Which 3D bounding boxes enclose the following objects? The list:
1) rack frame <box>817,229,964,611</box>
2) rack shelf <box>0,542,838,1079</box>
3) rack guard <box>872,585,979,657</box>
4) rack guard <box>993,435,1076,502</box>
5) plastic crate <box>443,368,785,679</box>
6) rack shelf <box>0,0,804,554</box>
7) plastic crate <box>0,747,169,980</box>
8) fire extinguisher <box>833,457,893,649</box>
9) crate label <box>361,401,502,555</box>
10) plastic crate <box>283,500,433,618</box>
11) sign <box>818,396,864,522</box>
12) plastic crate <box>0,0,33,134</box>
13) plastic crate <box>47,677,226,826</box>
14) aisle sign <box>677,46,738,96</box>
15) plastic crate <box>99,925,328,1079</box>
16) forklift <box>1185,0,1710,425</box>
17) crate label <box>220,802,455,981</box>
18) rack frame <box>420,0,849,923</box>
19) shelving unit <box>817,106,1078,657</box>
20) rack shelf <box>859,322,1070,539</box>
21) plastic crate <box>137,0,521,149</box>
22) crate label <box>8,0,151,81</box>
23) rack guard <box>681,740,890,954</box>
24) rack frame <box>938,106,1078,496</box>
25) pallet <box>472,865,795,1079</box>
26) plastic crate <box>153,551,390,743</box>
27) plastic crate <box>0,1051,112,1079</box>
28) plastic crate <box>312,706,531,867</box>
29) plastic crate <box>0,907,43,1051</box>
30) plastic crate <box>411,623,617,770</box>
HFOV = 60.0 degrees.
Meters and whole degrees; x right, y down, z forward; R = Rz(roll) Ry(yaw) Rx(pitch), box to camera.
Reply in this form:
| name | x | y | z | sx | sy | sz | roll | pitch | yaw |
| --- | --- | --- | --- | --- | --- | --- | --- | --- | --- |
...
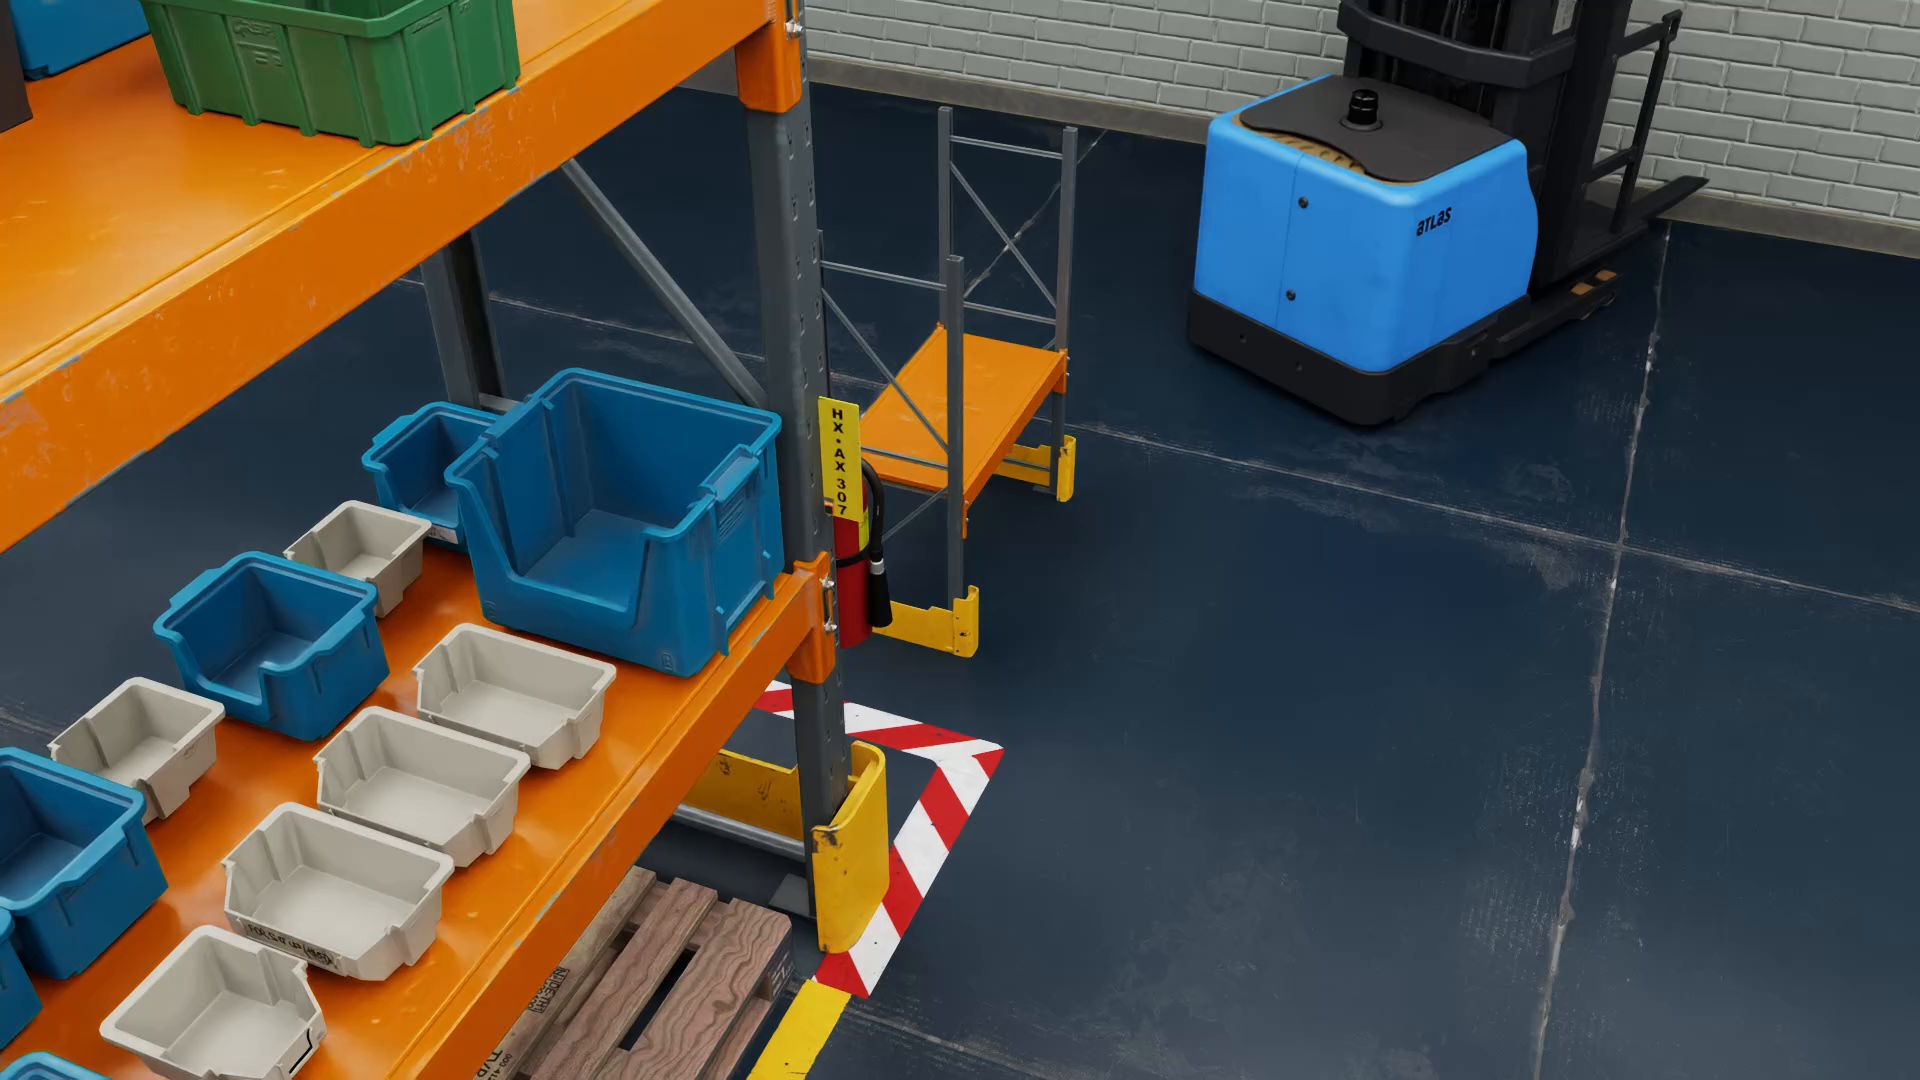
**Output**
| name | x | y | z | sx | sy | sz | roll | pitch | yaw |
| --- | --- | --- | --- | --- | --- | --- | --- | --- | --- |
| rack frame | -0.226 | -0.272 | 5.361 | 0.500 | 1.500 | 0.032 | 14 | 39 | 18 |
| rack shelf | -1.551 | 1.161 | 2.792 | 1.077 | 0.370 | 4.000 | 14 | 39 | 18 |
| rack guard | -0.219 | 0.218 | 5.750 | 0.587 | 0.250 | 0.087 | 14 | 39 | 18 |
| rack guard | 0.160 | -0.334 | 6.488 | 0.587 | 0.250 | 0.087 | 14 | 39 | 18 |
| plastic crate | -0.745 | -0.045 | 3.725 | 0.616 | 0.435 | 0.499 | 14 | 39 | 18 |
| rack shelf | -1.551 | -0.041 | 1.894 | 1.077 | 0.370 | 4.000 | 14 | 39 | 18 |
| plastic crate | -1.690 | 0.599 | 3.033 | 0.416 | 0.233 | 0.300 | 14 | 39 | 18 |
| fire extinguisher | -0.313 | -0.034 | 4.166 | 0.296 | 0.674 | 0.183 | 14 | 39 | 18 |
| crate label | -1.189 | -0.130 | 4.008 | 0.416 | 0.233 | 0.303 | 14 | 39 | 18 |
| plastic crate | -1.387 | 0.067 | 3.825 | 0.250 | 0.136 | 0.298 | 14 | 39 | 18 |
| sign | -0.275 | -0.184 | 3.854 | 0.100 | 0.325 | 0.005 | 14 | 39 | 18 |
| plastic crate | -1.626 | -0.628 | 2.131 | 0.504 | 0.338 | 0.767 | 14 | 39 | 18 |
| plastic crate | -1.645 | 0.443 | 3.322 | 0.250 | 0.136 | 0.298 | 14 | 39 | 18 |
| aisle sign | -0.492 | -1.249 | 3.244 | 0.394 | 0.787 | 0.004 | 14 | 39 | 18 |
| plastic crate | -1.236 | 0.825 | 2.811 | 0.298 | 0.136 | 0.250 | 14 | 39 | 18 |
| forklift | 2.436 | -2.390 | 7.000 | 3.031 | 2.935 | 1.130 | -28 | 45 | -32 |
| crate label | -1.140 | 0.657 | 3.036 | 0.396 | 0.136 | 0.243 | 14 | 39 | 18 |
| rack frame | -0.790 | -0.235 | 4.058 | 1.000 | 3.000 | 0.127 | 14 | 39 | 18 |
| shelving unit | -0.029 | -0.559 | 5.745 | 0.587 | 1.500 | 1.083 | 14 | 39 | 18 |
| rack shelf | -0.032 | -0.409 | 5.845 | 0.538 | 0.185 | 1.000 | 14 | 39 | 18 |
| plastic crate | -0.901 | -0.740 | 2.406 | 0.450 | 0.188 | 0.336 | 14 | 39 | 18 |
| crate label | -1.440 | -0.939 | 2.620 | 0.408 | 0.251 | 0.502 | 14 | 39 | 18 |
| rack guard | -0.793 | 0.750 | 4.829 | 1.175 | 0.500 | 0.348 | 14 | 39 | 18 |
| rack frame | 0.161 | -0.835 | 6.114 | 0.500 | 1.500 | 0.032 | 14 | 39 | 18 |
| pallet | -1.140 | 1.330 | 4.294 | 1.003 | 0.211 | 1.213 | 14 | 39 | 18 |
| plastic crate | -1.439 | 0.235 | 3.520 | 0.416 | 0.233 | 0.300 | 14 | 39 | 18 |
| plastic crate | -1.335 | 1.004 | 2.491 | 0.416 | 0.233 | 0.300 | 14 | 39 | 18 |
| plastic crate | -1.057 | 0.497 | 3.250 | 0.396 | 0.136 | 0.243 | 14 | 39 | 18 |
| plastic crate | -1.804 | 0.765 | 2.810 | 0.416 | 0.233 | 0.300 | 14 | 39 | 18 |
| plastic crate | -0.933 | 0.340 | 3.460 | 0.396 | 0.136 | 0.243 | 14 | 39 | 18 |
